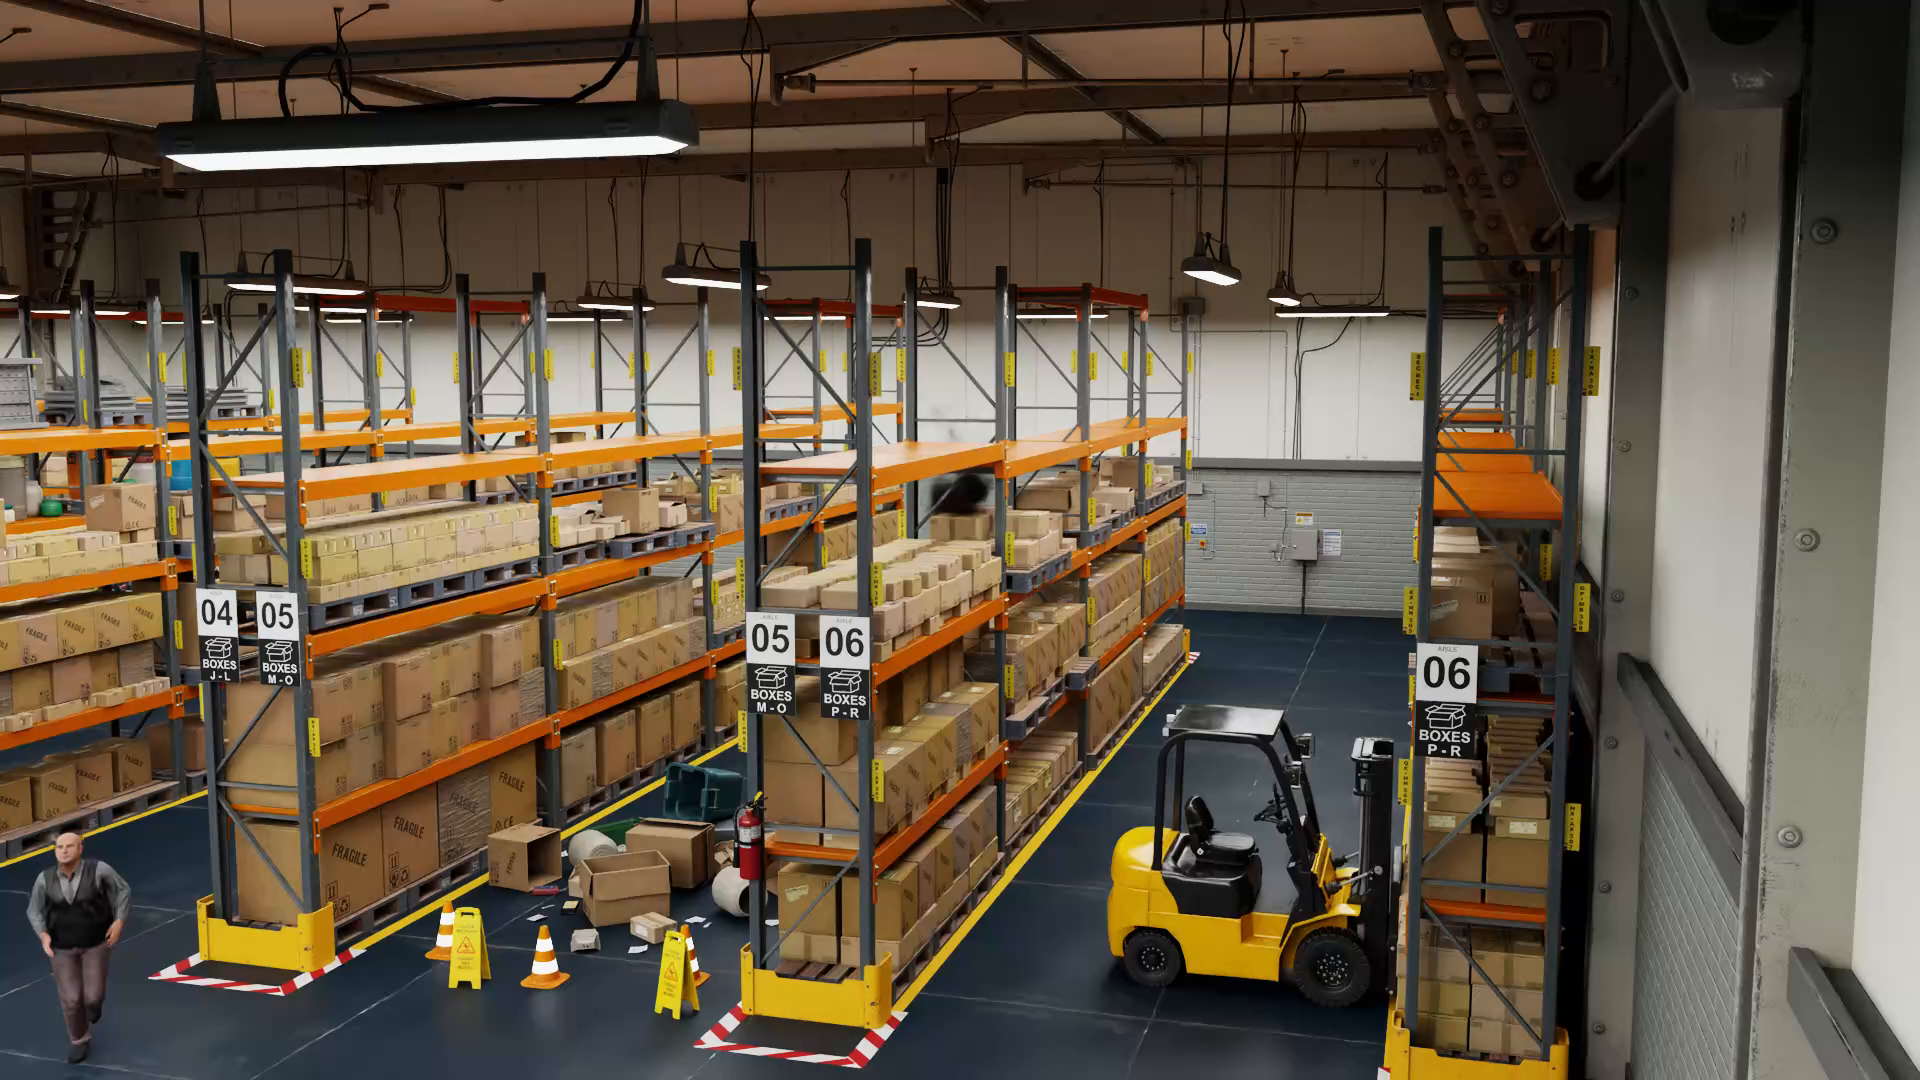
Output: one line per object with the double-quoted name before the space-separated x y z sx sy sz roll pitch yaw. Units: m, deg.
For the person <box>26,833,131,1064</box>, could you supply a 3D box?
"person" -6.489 2.970 12.278 0.680 1.698 0.662 -2 7 -20
